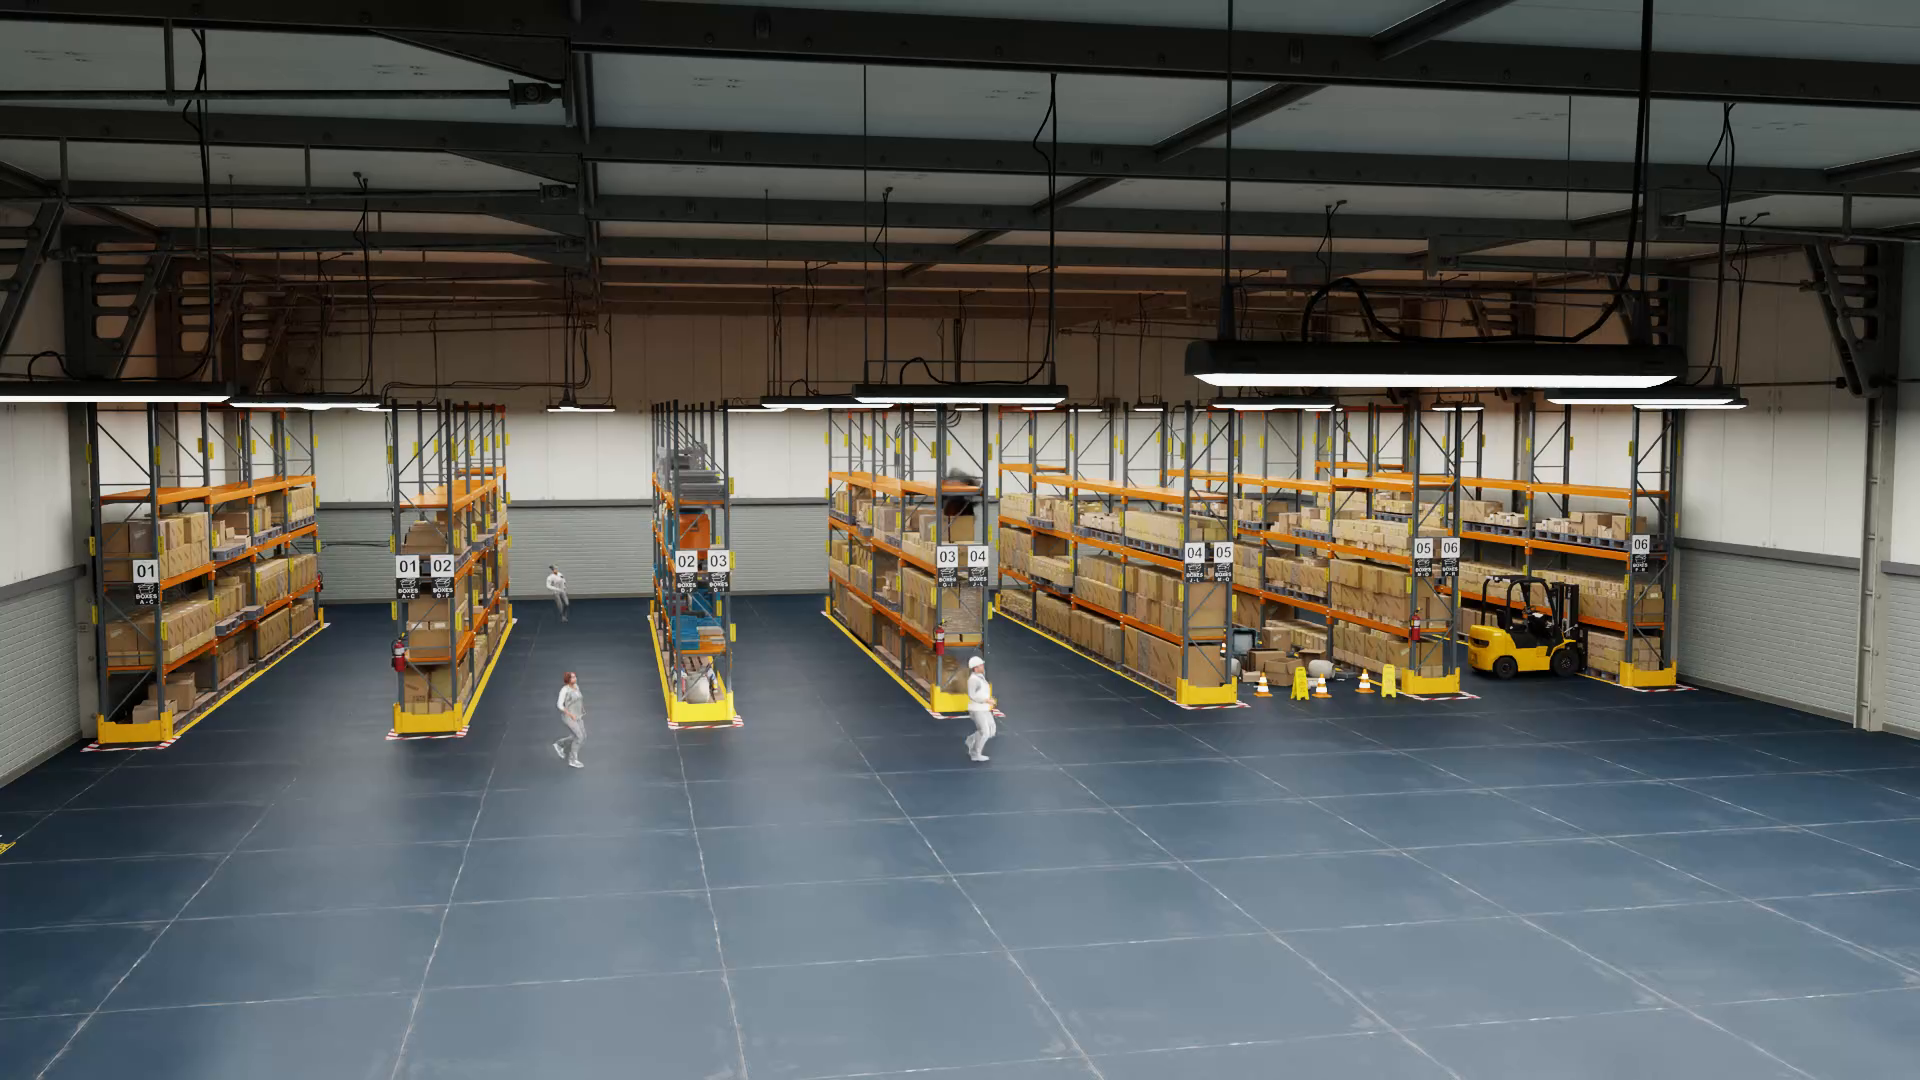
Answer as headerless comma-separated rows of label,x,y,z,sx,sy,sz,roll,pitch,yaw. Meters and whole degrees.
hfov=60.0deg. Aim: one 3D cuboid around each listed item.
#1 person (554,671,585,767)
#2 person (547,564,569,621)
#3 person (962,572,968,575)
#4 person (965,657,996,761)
person,-6.385,2.953,27.116,0.532,1.486,0.536,1,5,17
person,-11.085,1.460,45.913,0.681,1.616,0.518,-3,5,-37
person,0.030,1.298,47.472,0.685,1.753,0.902,0,4,-3
person,0.347,2.786,27.482,0.597,1.724,0.654,1,4,15
